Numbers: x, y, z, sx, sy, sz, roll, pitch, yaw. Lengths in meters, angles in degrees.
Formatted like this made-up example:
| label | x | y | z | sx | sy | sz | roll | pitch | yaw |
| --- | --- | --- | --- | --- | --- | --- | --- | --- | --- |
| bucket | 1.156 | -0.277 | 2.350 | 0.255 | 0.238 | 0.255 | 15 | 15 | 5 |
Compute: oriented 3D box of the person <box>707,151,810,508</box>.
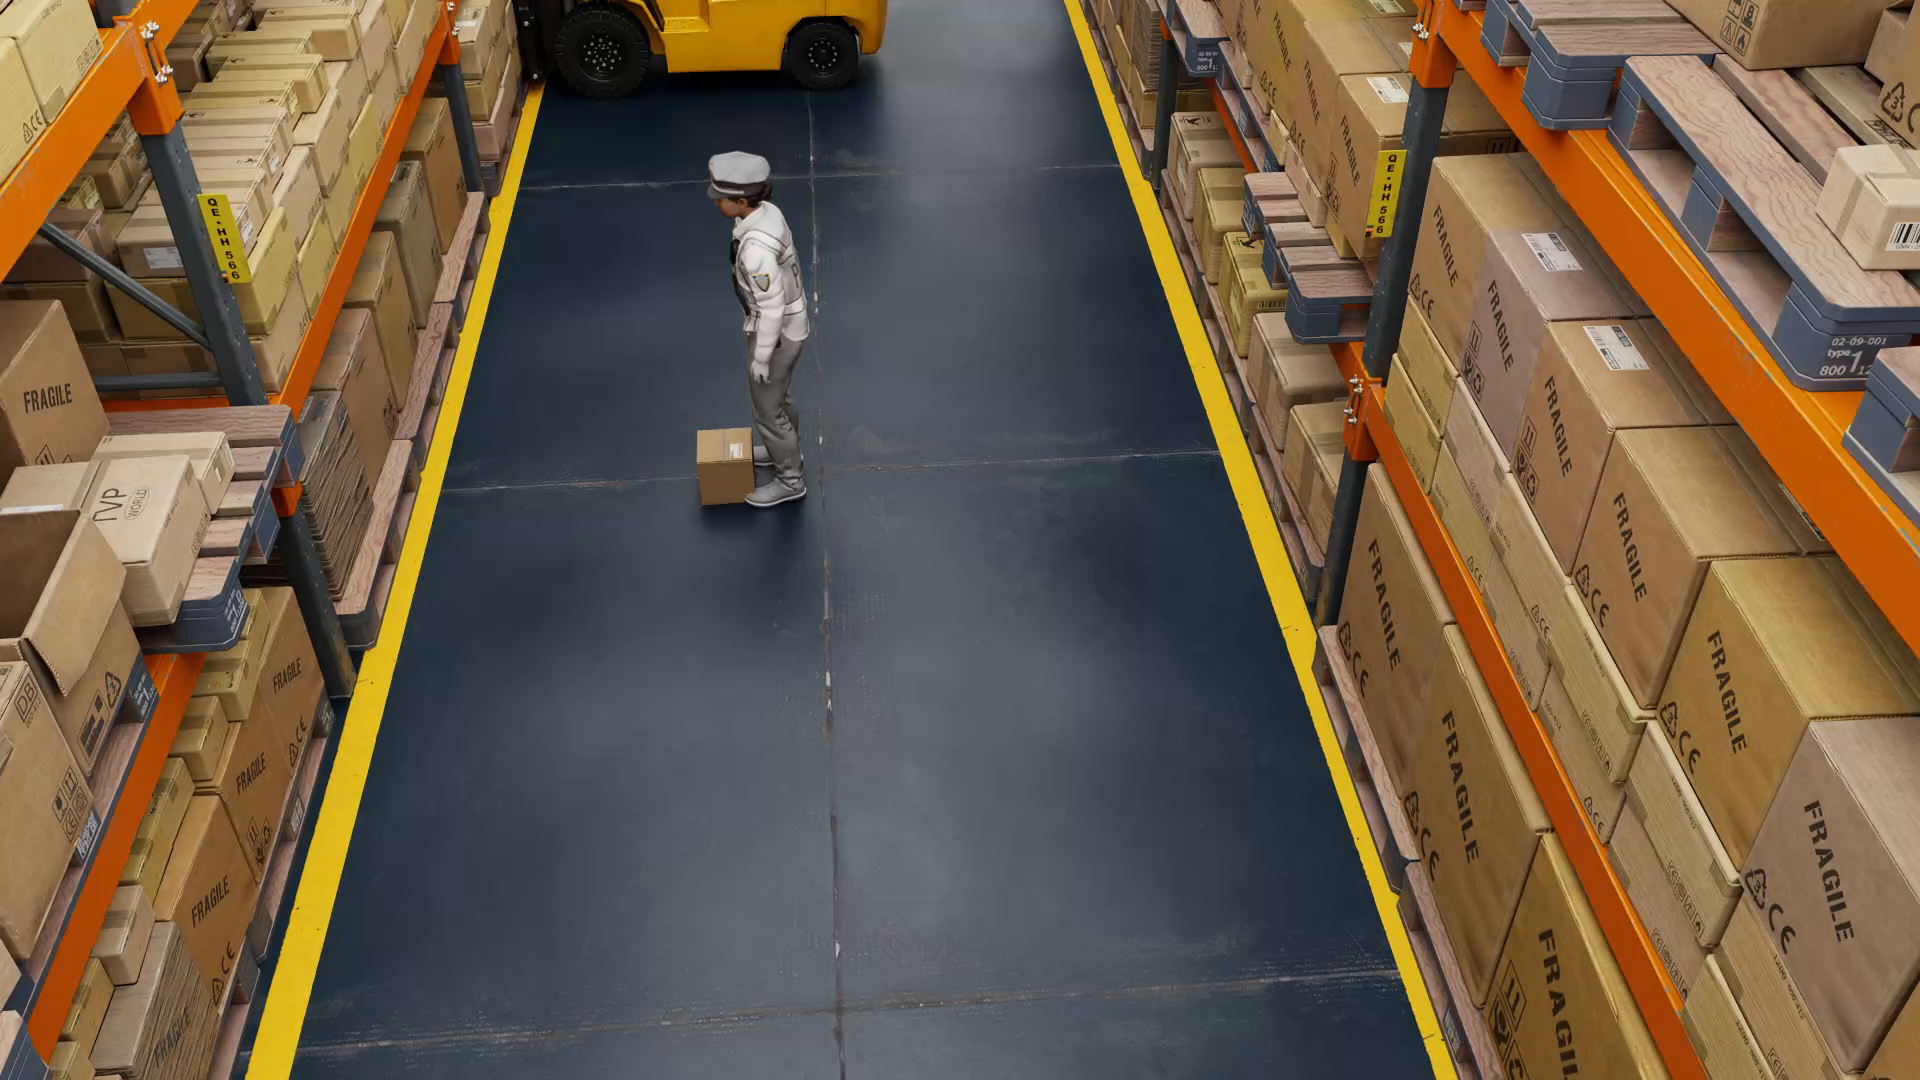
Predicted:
| label | x | y | z | sx | sy | sz | roll | pitch | yaw |
| --- | --- | --- | --- | --- | --- | --- | --- | --- | --- |
| person | -0.844 | -0.904 | 7.254 | 0.378 | 1.663 | 0.532 | -4 | 39 | -4 |
